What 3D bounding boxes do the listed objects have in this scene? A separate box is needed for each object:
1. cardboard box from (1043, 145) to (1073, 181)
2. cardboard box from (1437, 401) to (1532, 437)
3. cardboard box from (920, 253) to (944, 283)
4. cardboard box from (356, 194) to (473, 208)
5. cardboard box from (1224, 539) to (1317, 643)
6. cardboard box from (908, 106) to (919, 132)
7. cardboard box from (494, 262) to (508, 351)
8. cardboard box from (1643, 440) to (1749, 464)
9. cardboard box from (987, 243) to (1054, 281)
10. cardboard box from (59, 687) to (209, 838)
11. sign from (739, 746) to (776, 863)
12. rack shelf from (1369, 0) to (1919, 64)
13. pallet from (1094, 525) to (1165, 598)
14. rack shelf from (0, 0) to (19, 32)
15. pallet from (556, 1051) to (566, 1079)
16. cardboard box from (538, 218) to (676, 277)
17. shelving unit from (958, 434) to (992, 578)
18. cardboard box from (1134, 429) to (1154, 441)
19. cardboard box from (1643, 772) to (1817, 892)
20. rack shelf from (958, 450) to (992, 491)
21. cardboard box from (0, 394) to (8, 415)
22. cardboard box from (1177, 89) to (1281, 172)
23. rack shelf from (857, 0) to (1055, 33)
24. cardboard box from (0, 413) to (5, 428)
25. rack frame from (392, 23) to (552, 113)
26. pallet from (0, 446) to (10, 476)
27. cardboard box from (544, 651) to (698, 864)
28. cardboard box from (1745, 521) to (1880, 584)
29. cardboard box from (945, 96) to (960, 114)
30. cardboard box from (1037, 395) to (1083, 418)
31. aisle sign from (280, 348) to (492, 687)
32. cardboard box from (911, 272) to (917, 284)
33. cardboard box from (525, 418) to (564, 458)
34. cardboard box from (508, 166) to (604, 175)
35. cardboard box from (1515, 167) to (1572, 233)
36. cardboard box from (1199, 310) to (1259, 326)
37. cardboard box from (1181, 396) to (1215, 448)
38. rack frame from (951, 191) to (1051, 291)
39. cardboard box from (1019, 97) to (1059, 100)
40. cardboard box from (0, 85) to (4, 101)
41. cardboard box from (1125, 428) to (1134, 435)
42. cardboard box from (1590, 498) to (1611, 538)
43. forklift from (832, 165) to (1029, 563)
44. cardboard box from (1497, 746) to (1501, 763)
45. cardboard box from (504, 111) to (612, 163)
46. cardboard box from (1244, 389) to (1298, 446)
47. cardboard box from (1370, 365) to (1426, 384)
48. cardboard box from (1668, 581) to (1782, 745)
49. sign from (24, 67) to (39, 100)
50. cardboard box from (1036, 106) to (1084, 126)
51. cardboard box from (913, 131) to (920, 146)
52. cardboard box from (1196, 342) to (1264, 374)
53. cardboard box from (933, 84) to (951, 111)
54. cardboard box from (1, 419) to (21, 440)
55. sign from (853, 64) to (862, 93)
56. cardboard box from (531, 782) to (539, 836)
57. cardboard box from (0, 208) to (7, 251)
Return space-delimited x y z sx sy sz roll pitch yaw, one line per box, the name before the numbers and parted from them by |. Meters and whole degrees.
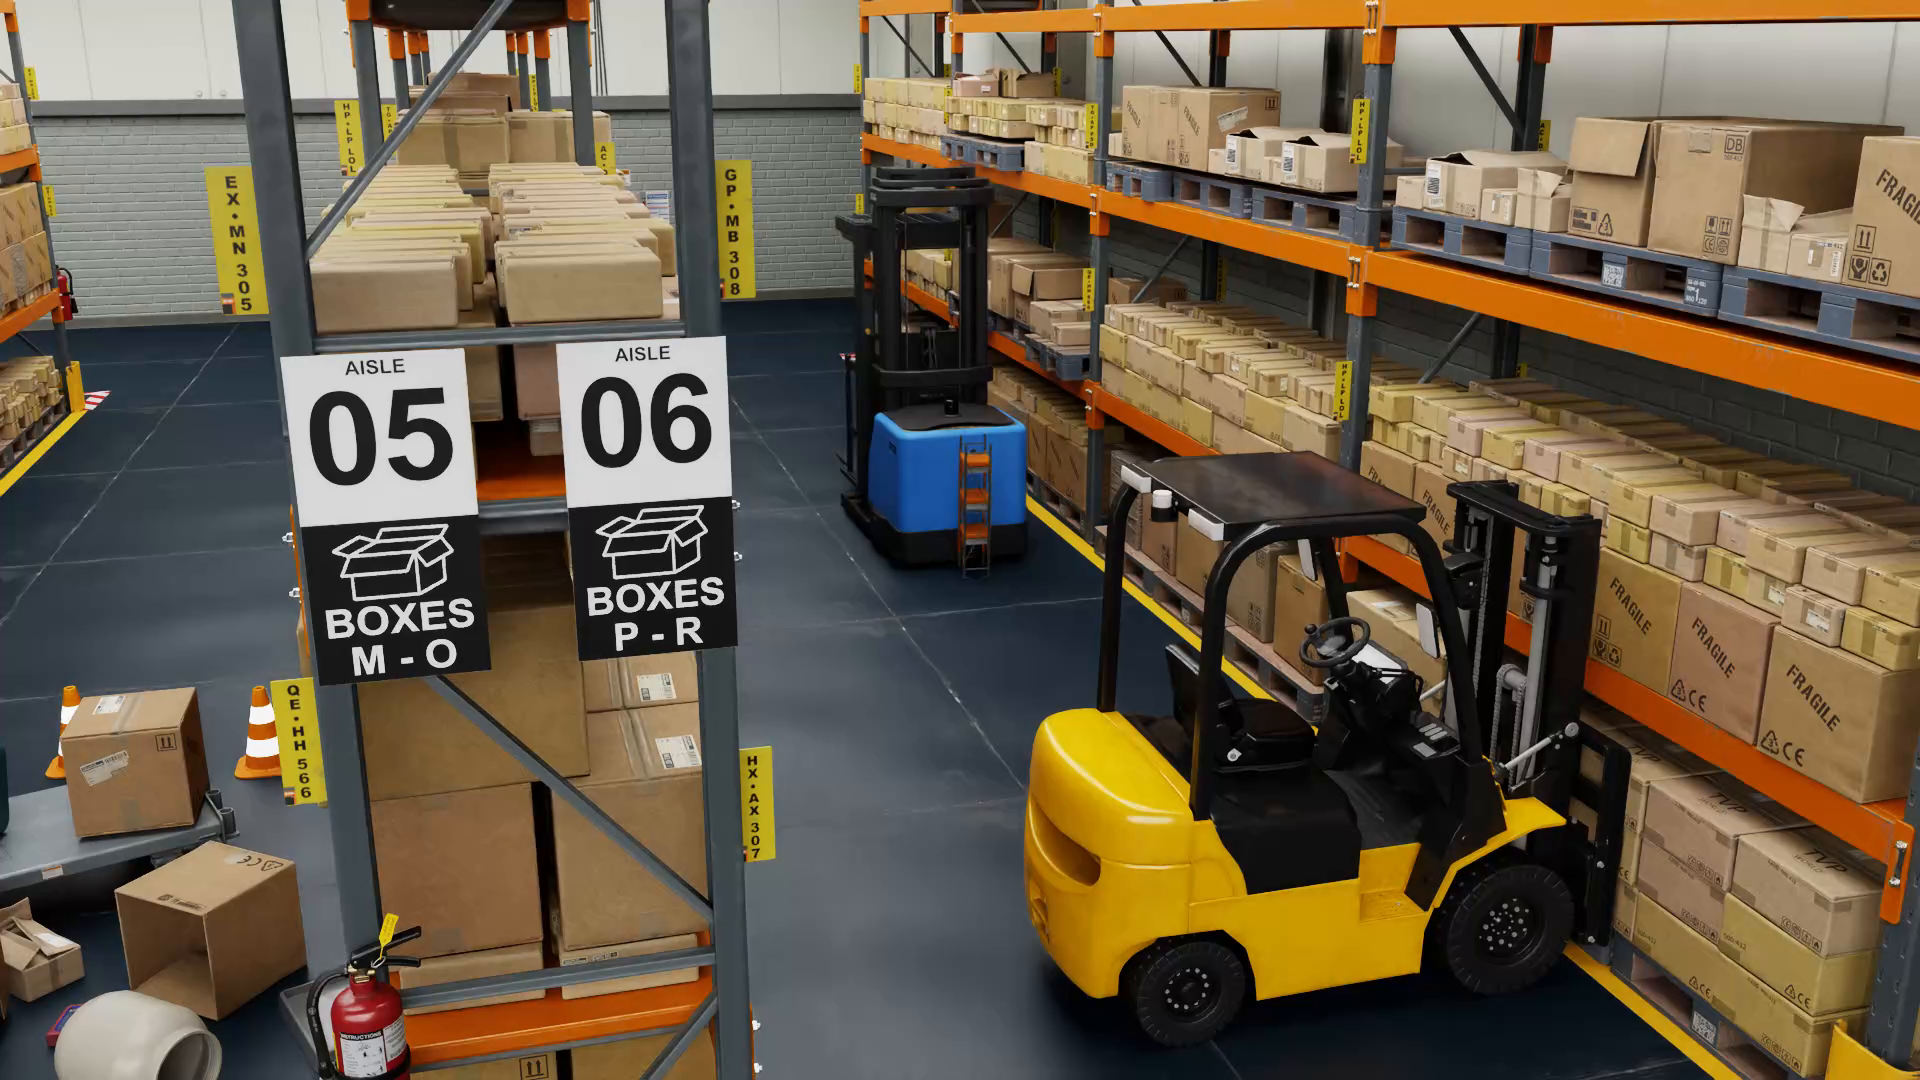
cardboard box | 0.995 -3.074 13.519 0.500 0.250 0.500 -5 17 -15
cardboard box | 2.647 -0.596 8.402 0.380 0.149 0.250 -5 17 -16
cardboard box | -0.117 -2.884 17.582 0.500 0.250 0.500 -5 17 -15
cardboard box | -1.885 -1.109 5.768 0.380 0.149 0.250 -4 17 -14
cardboard box | 2.248 0.236 10.849 0.875 0.625 0.625 -5 17 -16
cardboard box | -0.247 -4.460 17.617 0.500 0.250 0.500 -4 17 -14
cardboard box | -1.242 -0.790 5.397 0.500 0.250 0.500 -4 17 -14
cardboard box | 3.346 -0.348 7.580 0.380 0.149 0.250 -4 17 -14
cardboard box | 0.469 -2.508 15.685 0.700 0.500 0.500 -5 17 -15
cardboard box | -3.867 1.036 7.818 0.500 0.500 0.500 -5 17 -15
sign | -0.543 0.701 4.399 0.100 0.325 0.005 -5 17 -15
rack shelf | 3.157 -2.125 6.830 1.077 0.370 4.000 -5 17 -15
pallet | 1.697 0.119 12.690 1.003 0.211 1.213 -5 17 -15
rack shelf | -9.644 -4.822 15.117 1.077 0.370 4.000 -5 17 -15
pallet | -1.607 1.909 6.730 1.003 0.211 1.213 -5 17 -15
cardboard box | -1.058 -0.872 4.976 0.380 0.149 0.250 -5 17 -15
shelving unit | 0.109 -0.252 12.439 0.215 1.050 0.252 -3 21 -8
cardboard box | 1.665 -0.931 13.825 0.380 0.149 0.250 -4 17 -12
cardboard box | 3.134 1.159 6.692 0.500 0.250 0.500 -4 17 -14
rack shelf | 0.112 -0.508 12.344 0.215 0.259 0.240 -3 21 -8
cardboard box | -9.210 -1.268 15.650 0.380 0.149 0.250 -4 17 -14
cardboard box | 1.753 -2.680 10.868 0.500 0.500 0.500 -4 17 -14
rack shelf | -0.141 -5.634 17.823 1.077 0.370 4.000 -5 17 -15
cardboard box | -9.268 -1.125 15.693 0.380 0.149 0.250 -4 17 -13
rack frame | -3.263 -3.927 10.884 1.000 3.000 0.127 -5 17 -15
pallet | -9.313 -0.589 15.045 1.003 0.211 1.213 -5 17 -15
cardboard box | -1.074 0.672 5.309 0.500 0.500 0.500 -4 17 -14
cardboard box | 3.210 0.046 6.267 0.380 0.149 0.250 -4 17 -14
cardboard box | 0.069 -4.144 15.837 0.380 0.149 0.250 -4 17 -14
cardboard box | 0.896 -1.174 14.633 0.380 0.149 0.250 -5 17 -16
aisle sign | -1.327 -0.046 3.873 0.394 0.787 0.004 -5 17 -15
cardboard box | -0.328 -2.930 18.430 0.380 0.149 0.250 -5 17 -15
cardboard box | -1.002 -0.341 4.594 0.380 0.149 0.250 -5 18 -17
cardboard box | -1.722 -1.510 7.100 0.380 0.149 0.250 -5 17 -17
cardboard box | 2.723 -1.528 7.440 0.396 0.266 0.258 -5 17 -17
cardboard box | 1.984 -1.592 12.237 0.380 0.149 0.250 -5 17 -15
cardboard box | 1.818 -0.809 11.191 0.500 0.250 0.500 -4 17 -13
rack frame | 0.409 -2.554 16.741 1.000 3.000 0.127 -5 17 -15
cardboard box | 0.773 -4.050 15.523 0.380 0.149 0.250 -5 17 -16
cardboard box | -9.598 -4.363 16.246 0.380 0.149 0.250 -4 17 -14
cardboard box | 1.546 -0.728 14.275 0.500 0.500 0.500 -5 17 -15
cardboard box | 2.984 -0.096 7.257 0.380 0.149 0.250 -5 17 -16
forklift | -0.396 -1.611 13.722 1.130 2.935 3.031 -5 17 -17
cardboard box | 2.849 1.112 7.716 0.500 0.250 0.500 -5 17 -15
cardboard box | -2.086 -2.083 8.622 0.500 0.250 0.500 -5 17 -16
cardboard box | 2.078 -0.766 10.180 0.500 0.250 0.500 -5 17 -17
cardboard box | 2.626 -0.961 10.137 0.380 0.149 0.250 -5 17 -15
cardboard box | 3.185 0.458 6.540 0.500 0.500 0.500 -4 17 -14
sign | -9.654 -4.747 17.287 0.100 0.325 0.005 -5 17 -15
cardboard box | 0.844 -3.507 13.749 0.380 0.149 0.250 -5 17 -16
cardboard box | -0.287 -4.303 17.786 0.380 0.149 0.250 -5 17 -15
cardboard box | 1.773 -1.195 10.915 0.380 0.149 0.250 -5 17 -17
cardboard box | 0.039 -4.421 16.617 0.500 0.250 0.500 -5 17 -15
cardboard box | -9.281 -1.059 15.989 0.380 0.149 0.250 -5 17 -17
sign | -1.212 -5.473 19.724 0.100 0.325 0.005 -5 17 -15
cardboard box | -1.634 0.908 5.653 0.380 0.149 0.250 -4 17 -14
cardboard box | -9.389 -2.981 15.732 0.500 0.500 0.500 -5 18 -17
